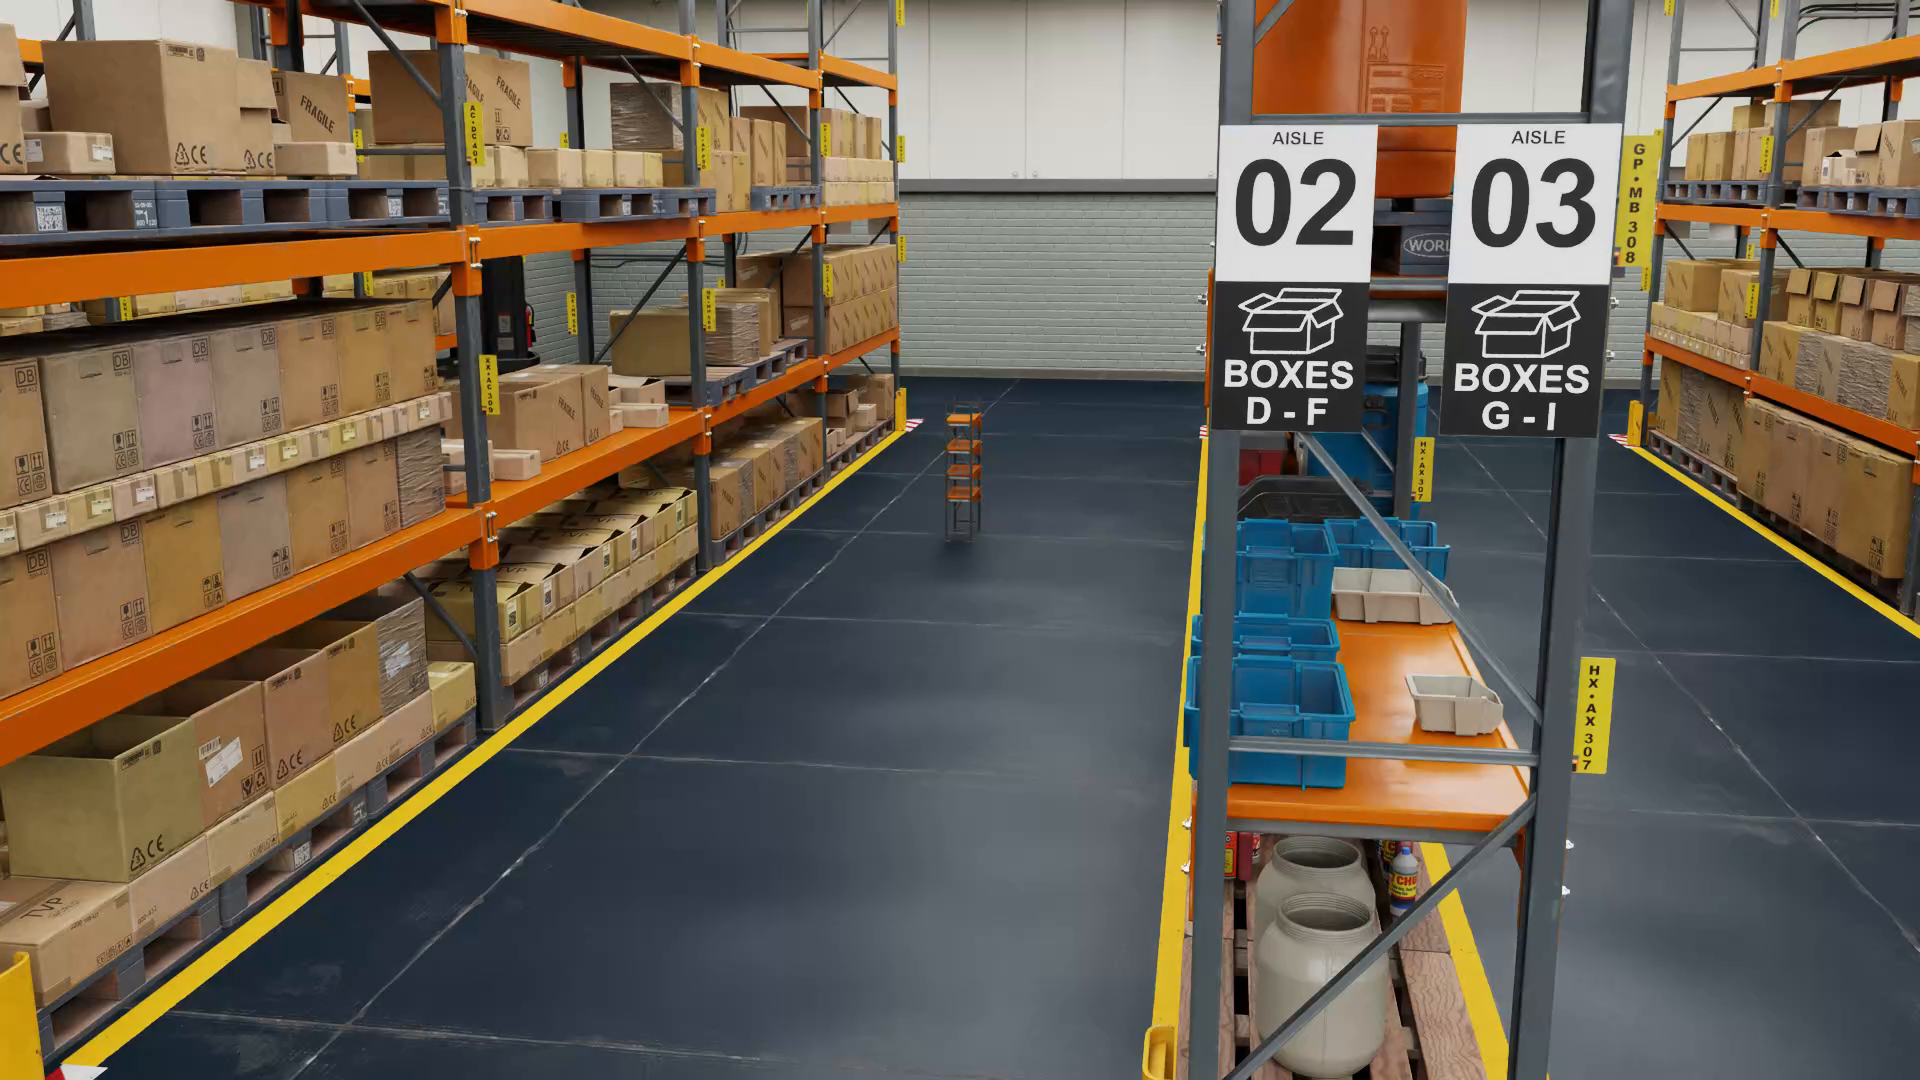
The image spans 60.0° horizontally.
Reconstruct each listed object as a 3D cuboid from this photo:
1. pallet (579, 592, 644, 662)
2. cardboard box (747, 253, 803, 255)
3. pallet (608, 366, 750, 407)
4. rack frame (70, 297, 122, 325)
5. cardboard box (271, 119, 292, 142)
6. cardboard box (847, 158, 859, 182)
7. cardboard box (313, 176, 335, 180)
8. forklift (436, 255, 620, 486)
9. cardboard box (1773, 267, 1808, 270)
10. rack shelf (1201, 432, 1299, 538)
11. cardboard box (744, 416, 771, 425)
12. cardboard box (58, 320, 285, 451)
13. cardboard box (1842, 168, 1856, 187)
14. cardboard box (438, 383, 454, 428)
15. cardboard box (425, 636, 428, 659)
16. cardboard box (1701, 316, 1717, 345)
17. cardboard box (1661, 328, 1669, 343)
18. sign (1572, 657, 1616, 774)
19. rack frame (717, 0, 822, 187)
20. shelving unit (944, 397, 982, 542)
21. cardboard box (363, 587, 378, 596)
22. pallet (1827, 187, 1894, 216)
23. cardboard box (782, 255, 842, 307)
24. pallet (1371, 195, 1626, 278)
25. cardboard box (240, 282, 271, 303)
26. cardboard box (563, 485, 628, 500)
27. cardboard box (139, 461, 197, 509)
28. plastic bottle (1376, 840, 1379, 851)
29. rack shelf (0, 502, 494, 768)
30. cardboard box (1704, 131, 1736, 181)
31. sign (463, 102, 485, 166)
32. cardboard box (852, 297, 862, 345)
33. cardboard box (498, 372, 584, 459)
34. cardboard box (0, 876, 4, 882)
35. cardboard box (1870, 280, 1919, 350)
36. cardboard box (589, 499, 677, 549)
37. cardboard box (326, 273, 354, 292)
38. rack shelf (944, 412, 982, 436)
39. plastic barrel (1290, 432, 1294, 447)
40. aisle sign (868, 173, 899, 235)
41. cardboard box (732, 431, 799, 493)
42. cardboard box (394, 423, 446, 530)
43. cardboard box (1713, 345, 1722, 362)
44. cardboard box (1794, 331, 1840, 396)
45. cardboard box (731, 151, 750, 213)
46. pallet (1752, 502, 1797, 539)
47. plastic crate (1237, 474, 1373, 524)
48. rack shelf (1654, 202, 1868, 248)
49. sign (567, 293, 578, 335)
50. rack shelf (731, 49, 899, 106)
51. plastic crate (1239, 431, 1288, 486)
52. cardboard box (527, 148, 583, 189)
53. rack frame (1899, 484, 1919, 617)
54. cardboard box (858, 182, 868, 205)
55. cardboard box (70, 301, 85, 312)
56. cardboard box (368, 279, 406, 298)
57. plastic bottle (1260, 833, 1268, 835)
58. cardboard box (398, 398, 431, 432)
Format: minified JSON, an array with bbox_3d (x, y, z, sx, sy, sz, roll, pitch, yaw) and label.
[{"bbox_3d":[-2.851,0.553,11.428,1.003,0.211,1.213,2,12,9],"label":"pallet"},{"bbox_3d":[-1.982,-2.824,17.869,0.500,0.500,0.500,2,12,8],"label":"cardboard box"},{"bbox_3d":[-2.461,-1.283,13.784,1.213,0.211,1.003,2,12,9],"label":"pallet"},{"bbox_3d":[-7.391,-1.393,13.839,1.000,3.000,0.127,2,12,9],"label":"rack frame"},{"bbox_3d":[-3.532,-1.889,7.900,0.500,0.311,0.500,1,12,6],"label":"cardboard box"},{"bbox_3d":[-1.396,-4.005,18.006,0.500,0.250,0.500,2,12,9],"label":"cardboard box"},{"bbox_3d":[-6.902,-4.023,18.044,0.500,0.250,0.500,2,12,9],"label":"cardboard box"},{"bbox_3d":[-4.921,-1.827,16.014,3.031,2.935,1.130,-4,13,-18],"label":"forklift"},{"bbox_3d":[8.393,-2.485,16.776,0.500,0.500,0.500,1,12,7],"label":"cardboard box"},{"bbox_3d":[2.091,-0.304,10.494,1.077,0.370,4.000,2,12,9],"label":"rack shelf"},{"bbox_3d":[-2.195,-0.967,16.748,0.500,0.500,0.500,1,12,6],"label":"cardboard box"},{"bbox_3d":[-3.404,-0.678,7.203,0.700,0.500,0.500,2,12,9],"label":"cardboard box"},{"bbox_3d":[7.530,-2.988,13.719,0.380,0.149,0.250,1,12,6],"label":"cardboard box"},{"bbox_3d":[-6.398,-1.573,19.609,0.700,0.500,0.500,2,12,10],"label":"cardboard box"},{"bbox_3d":[-3.333,0.642,9.924,0.500,0.250,0.500,2,12,8],"label":"cardboard box"},{"bbox_3d":[7.872,-2.131,16.913,0.500,0.250,0.500,2,12,10],"label":"cardboard box"},{"bbox_3d":[8.065,-2.285,18.570,0.380,0.149,0.250,2,12,7],"label":"cardboard box"},{"bbox_3d":[1.711,0.476,4.506,0.100,0.325,0.005,2,12,9],"label":"sign"},{"bbox_3d":[-1.880,-4.999,16.330,1.000,3.000,0.127,2,12,9],"label":"rack frame"},{"bbox_3d":[0.025,-0.621,14.527,0.258,1.200,0.503,2,12,9],"label":"shelving unit"},{"bbox_3d":[-3.491,0.458,9.000,0.500,0.500,0.500,2,12,9],"label":"cardboard box"},{"bbox_3d":[7.508,-2.655,13.020,1.003,0.211,1.213,2,12,11],"label":"pallet"},{"bbox_3d":[-1.530,-2.693,17.259,0.500,0.500,0.500,2,12,10],"label":"cardboard box"},{"bbox_3d":[1.392,-0.950,5.111,1.003,0.211,1.213,2,12,9],"label":"pallet"},{"bbox_3d":[-6.839,-2.373,15.613,0.500,0.250,0.500,2,12,7],"label":"cardboard box"},{"bbox_3d":[-2.866,-0.270,12.823,0.500,0.311,0.500,2,12,11],"label":"cardboard box"},{"bbox_3d":[-3.295,-0.224,6.636,0.380,0.149,0.250,1,12,7],"label":"cardboard box"},{"bbox_3d":[1.854,1.210,7.191,0.097,0.271,0.097,0,12,0],"label":"plastic bottle"},{"bbox_3d":[-3.418,0.367,7.378,1.077,0.370,4.000,2,12,9],"label":"rack shelf"},{"bbox_3d":[8.259,-4.014,17.409,0.700,0.500,0.500,1,12,5],"label":"cardboard box"},{"bbox_3d":[-2.562,-2.141,8.774,0.100,0.325,0.005,2,12,9],"label":"sign"},{"bbox_3d":[-1.378,-2.423,18.381,0.500,0.500,0.500,2,12,8],"label":"cardboard box"},{"bbox_3d":[-2.818,-0.823,10.956,0.500,0.500,0.500,2,12,9],"label":"cardboard box"},{"bbox_3d":[-3.935,1.449,6.179,0.500,0.250,0.500,2,12,9],"label":"cardboard box"},{"bbox_3d":[7.524,-1.739,12.822,0.797,0.503,0.637,2,12,10],"label":"cardboard box"},{"bbox_3d":[-2.406,-0.144,12.239,0.500,0.311,0.500,2,12,8],"label":"cardboard box"},{"bbox_3d":[-6.595,-2.691,17.090,0.500,0.250,0.500,2,12,10],"label":"cardboard box"},{"bbox_3d":[0.025,-1.005,14.444,0.258,0.148,0.480,2,12,9],"label":"rack shelf"},{"bbox_3d":[2.387,-0.818,10.905,0.421,0.512,0.421,0,12,0],"label":"plastic barrel"},{"bbox_3d":[-0.952,-4.174,20.572,0.394,0.787,0.004,2,12,9],"label":"aisle sign"},{"bbox_3d":[-1.835,-0.741,15.699,0.500,0.500,0.500,2,12,9],"label":"cardboard box"},{"bbox_3d":[-3.173,-0.357,8.794,0.700,0.500,0.500,2,12,7],"label":"cardboard box"},{"bbox_3d":[7.749,-1.857,16.584,0.380,0.149,0.250,2,12,10],"label":"cardboard box"},{"bbox_3d":[7.436,-1.497,14.083,0.500,0.500,0.500,2,12,7],"label":"cardboard box"},{"bbox_3d":[-2.303,-3.055,14.193,0.910,0.500,0.500,2,12,9],"label":"cardboard box"},{"bbox_3d":[7.863,-0.218,15.006,1.003,0.211,1.213,2,12,9],"label":"pallet"},{"bbox_3d":[1.577,-0.105,8.006,0.767,0.338,0.504,2,12,9],"label":"plastic crate"},{"bbox_3d":[8.215,-3.276,17.160,1.077,0.370,4.000,2,12,9],"label":"rack shelf"},{"bbox_3d":[-3.033,-1.777,13.057,0.100,0.325,0.005,2,12,9],"label":"sign"},{"bbox_3d":[-1.573,-5.062,18.338,1.077,0.370,4.000,2,12,9],"label":"rack shelf"},{"bbox_3d":[1.555,-0.382,8.993,0.402,0.464,0.583,2,12,9],"label":"plastic crate"},{"bbox_3d":[-2.756,-2.395,10.728,0.500,0.250,0.500,1,12,4],"label":"cardboard box"},{"bbox_3d":[7.292,-0.912,11.605,1.000,3.000,0.127,2,12,9],"label":"rack frame"},{"bbox_3d":[-1.328,-3.865,18.543,0.500,0.250,0.500,2,12,9],"label":"cardboard box"},{"bbox_3d":[-7.577,-2.067,14.193,0.500,0.250,0.500,2,12,10],"label":"cardboard box"},{"bbox_3d":[-6.676,-2.485,18.193,0.980,0.700,0.700,2,12,10],"label":"cardboard box"},{"bbox_3d":[1.305,1.159,7.418,0.152,0.276,0.135,2,12,9],"label":"plastic bottle"},{"bbox_3d":[-2.981,-0.652,8.622,0.380,0.149,0.250,2,12,7],"label":"cardboard box"}]
